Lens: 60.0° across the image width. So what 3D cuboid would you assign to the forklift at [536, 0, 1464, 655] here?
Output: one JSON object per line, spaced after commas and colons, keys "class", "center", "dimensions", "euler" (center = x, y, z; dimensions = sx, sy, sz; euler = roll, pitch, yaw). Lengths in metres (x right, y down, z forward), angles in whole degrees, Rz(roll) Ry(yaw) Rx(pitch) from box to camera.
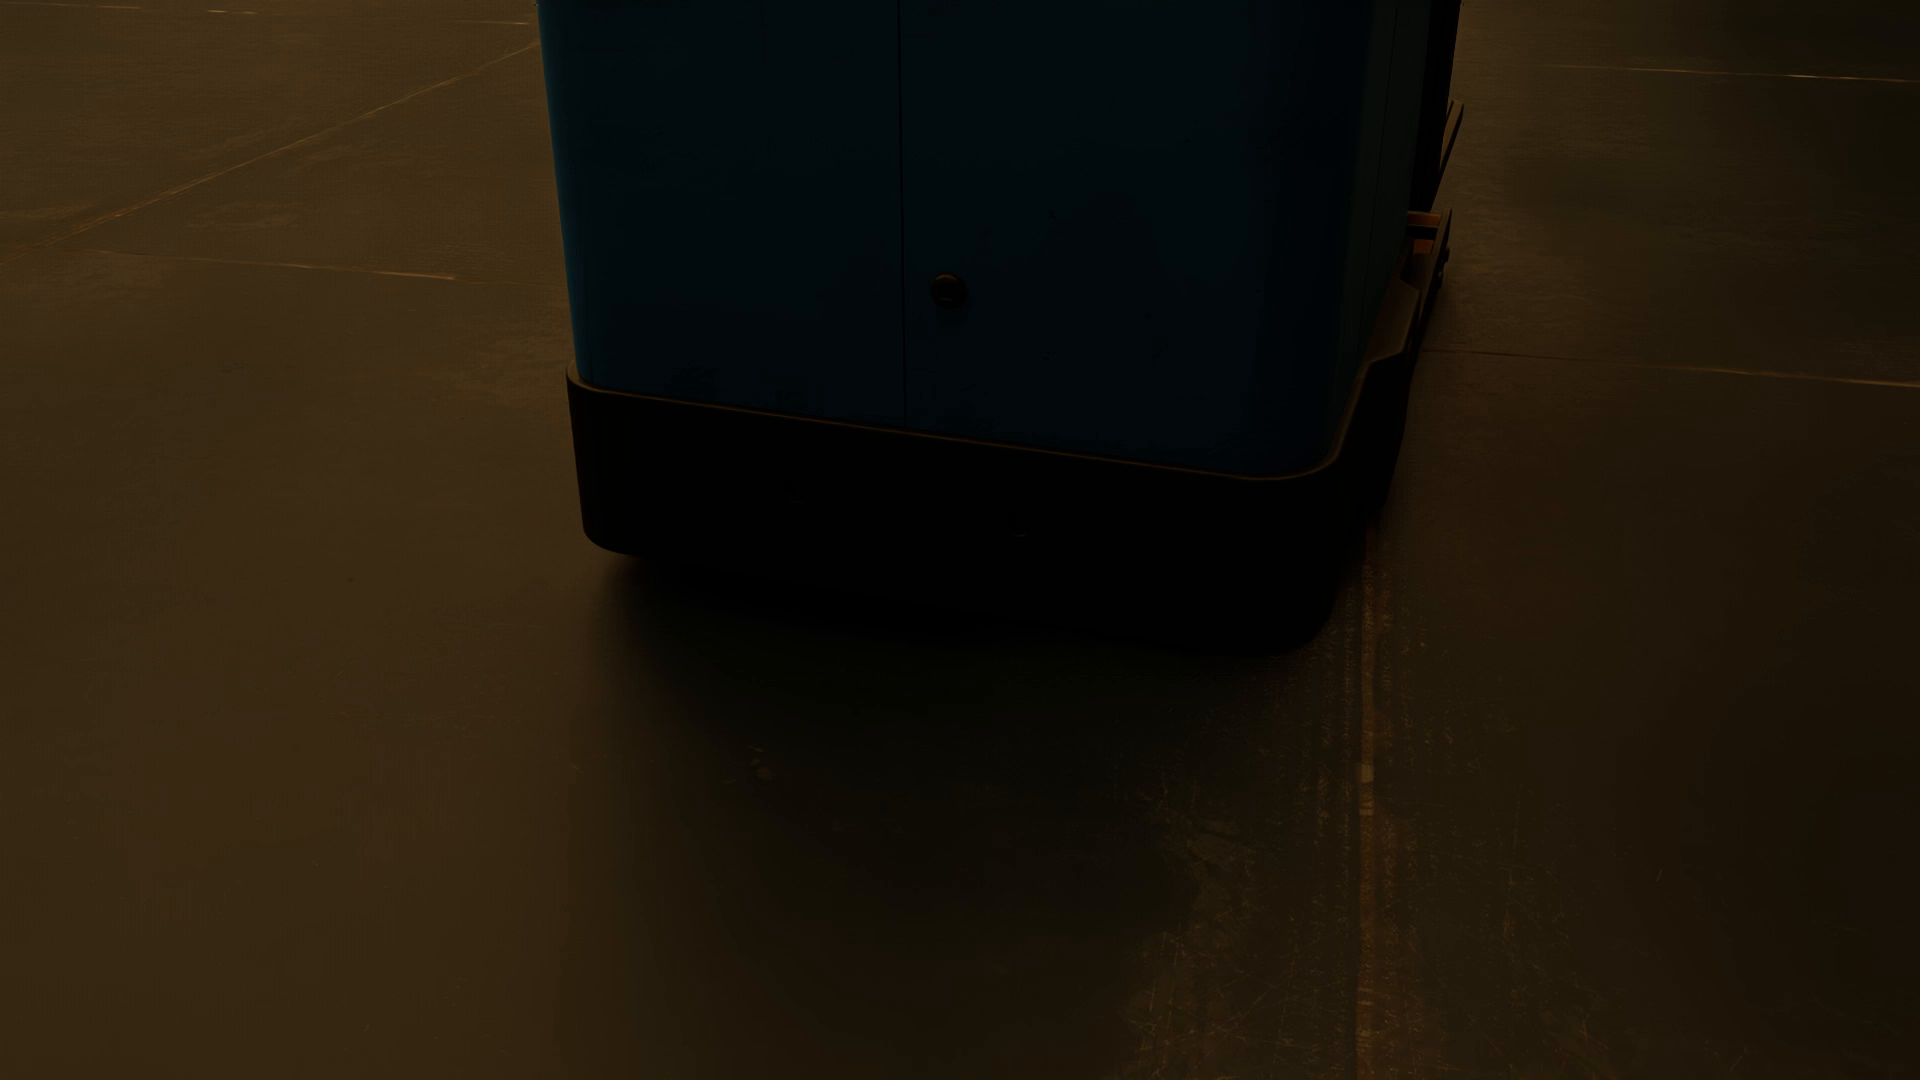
{"class": "forklift", "center": [0.417, -1.810, 2.833], "dimensions": [1.130, 2.935, 3.031], "euler": [9, 28, 17]}
